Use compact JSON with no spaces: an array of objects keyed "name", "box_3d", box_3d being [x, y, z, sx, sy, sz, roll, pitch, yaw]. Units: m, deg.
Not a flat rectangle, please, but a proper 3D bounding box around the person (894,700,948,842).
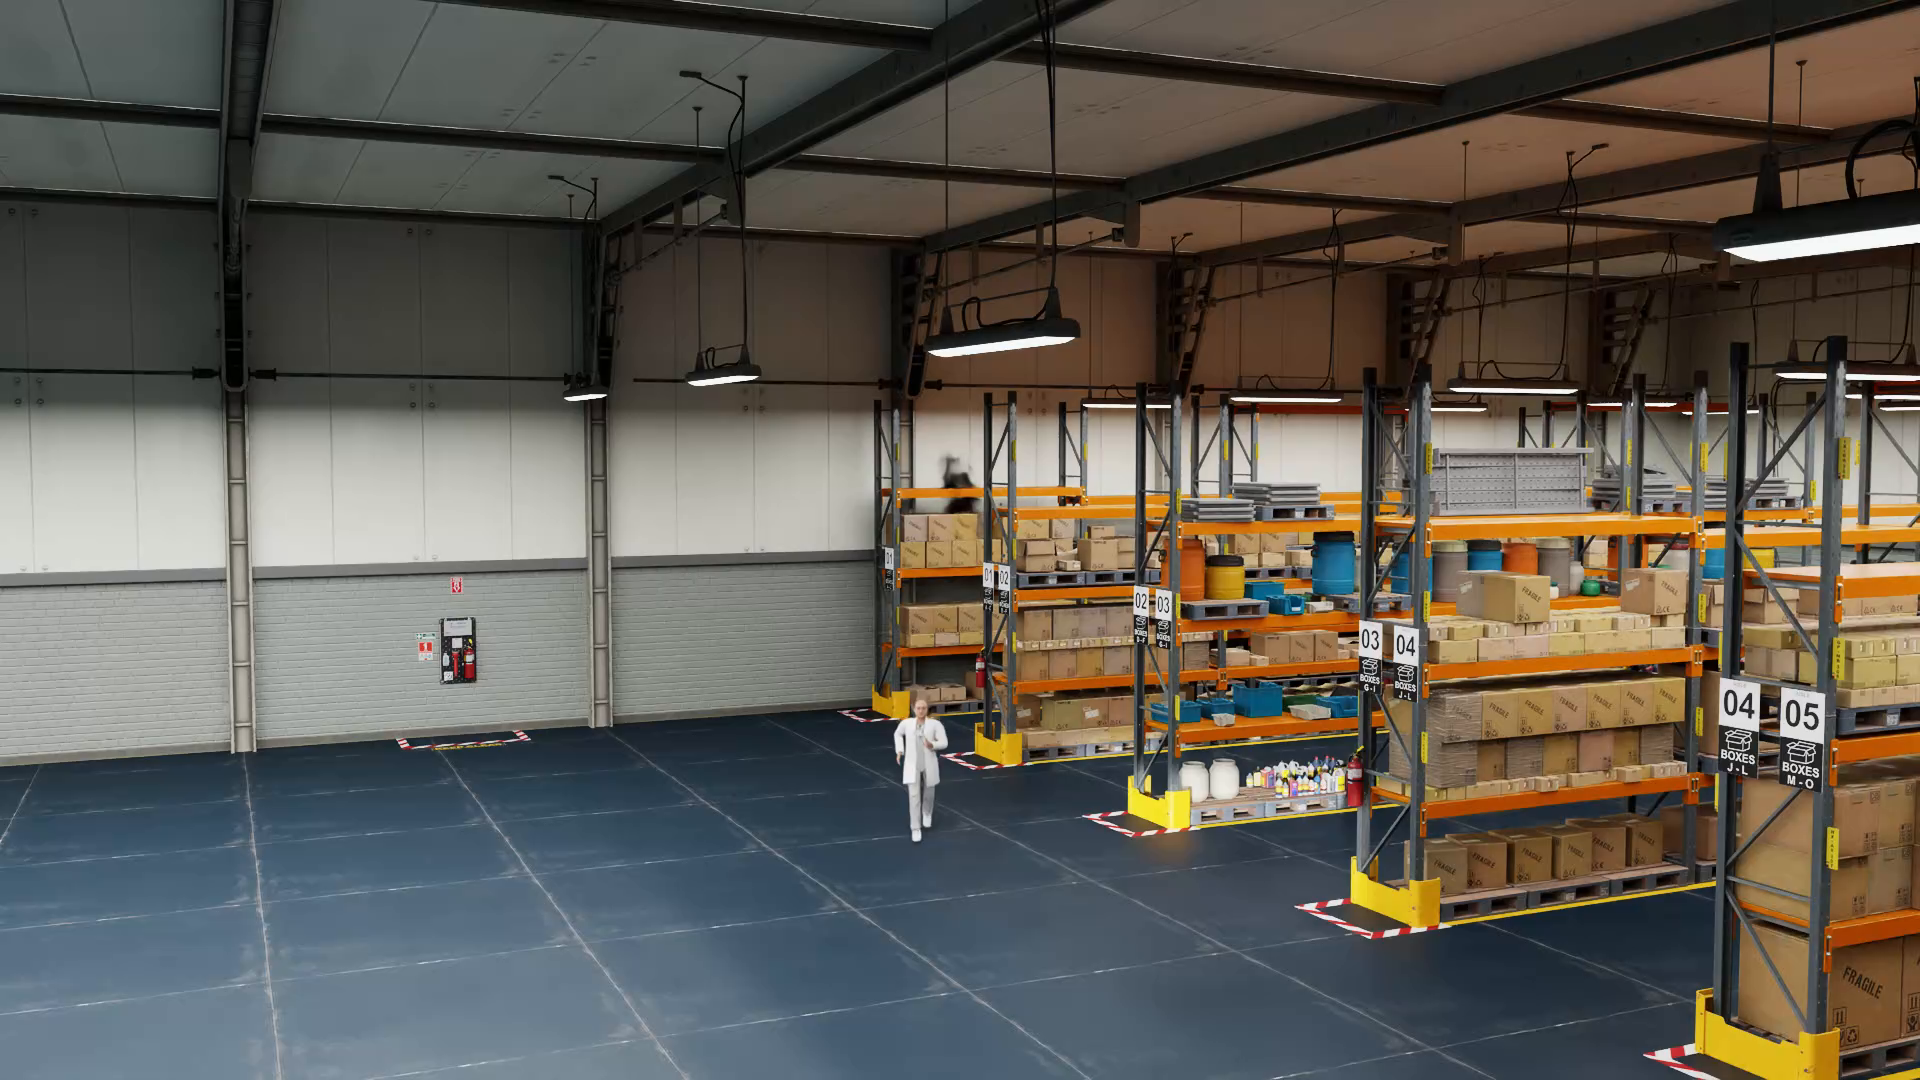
[{"name":"person","box_3d":[-0.511,2.975,21.825,0.701,1.765,1.063,0,3,-2]}]
